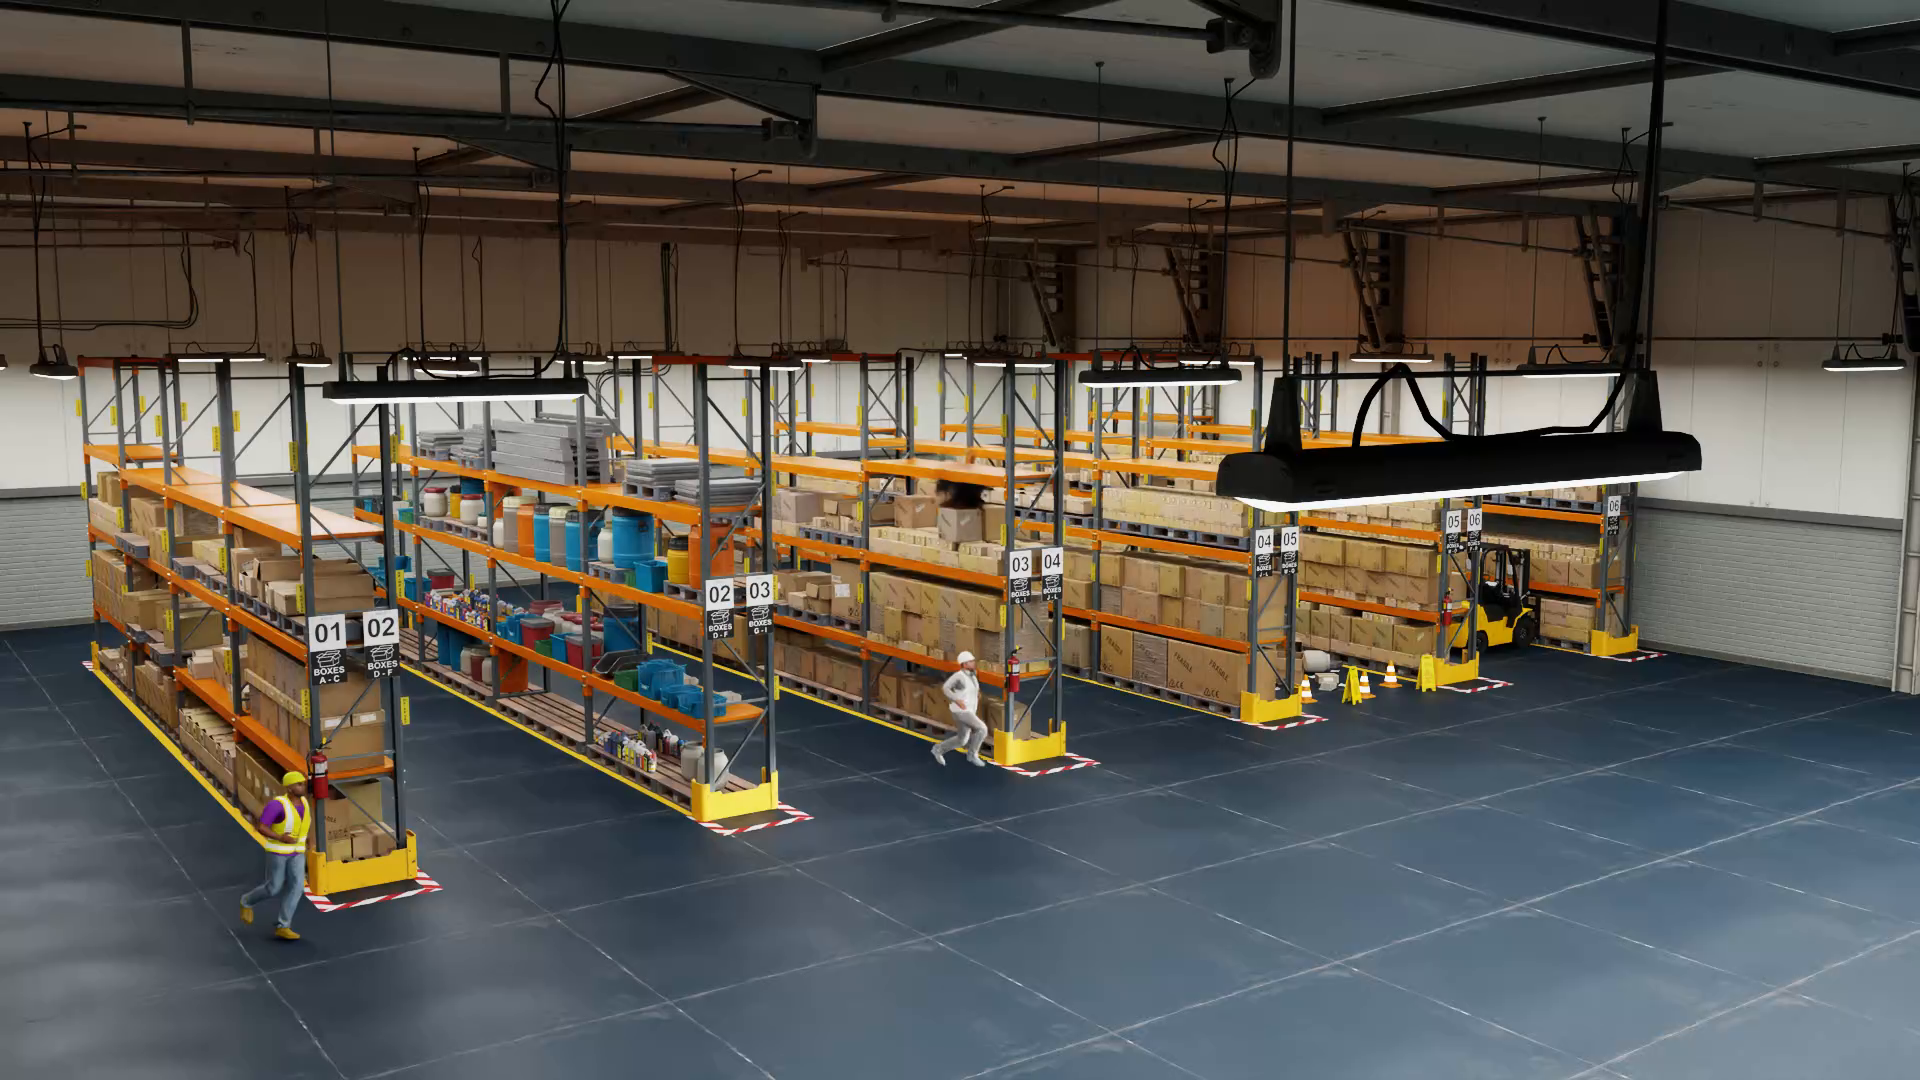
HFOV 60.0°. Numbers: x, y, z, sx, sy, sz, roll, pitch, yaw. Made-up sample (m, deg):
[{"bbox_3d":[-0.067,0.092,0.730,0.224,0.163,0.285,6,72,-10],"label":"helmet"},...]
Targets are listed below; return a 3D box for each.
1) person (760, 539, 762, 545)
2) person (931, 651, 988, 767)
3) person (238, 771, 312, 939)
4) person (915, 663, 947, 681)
[{"bbox_3d":[-4.510,0.796,38.305,0.683,1.812,0.880,-5,8,-35],"label":"person"},{"bbox_3d":[0.044,2.436,24.017,0.912,1.670,0.680,3,8,25],"label":"person"},{"bbox_3d":[-7.250,3.331,17.880,0.877,1.711,0.712,4,8,28],"label":"person"},{"bbox_3d":[-0.499,1.709,30.944,0.727,1.827,0.972,-6,9,-38],"label":"person"}]
